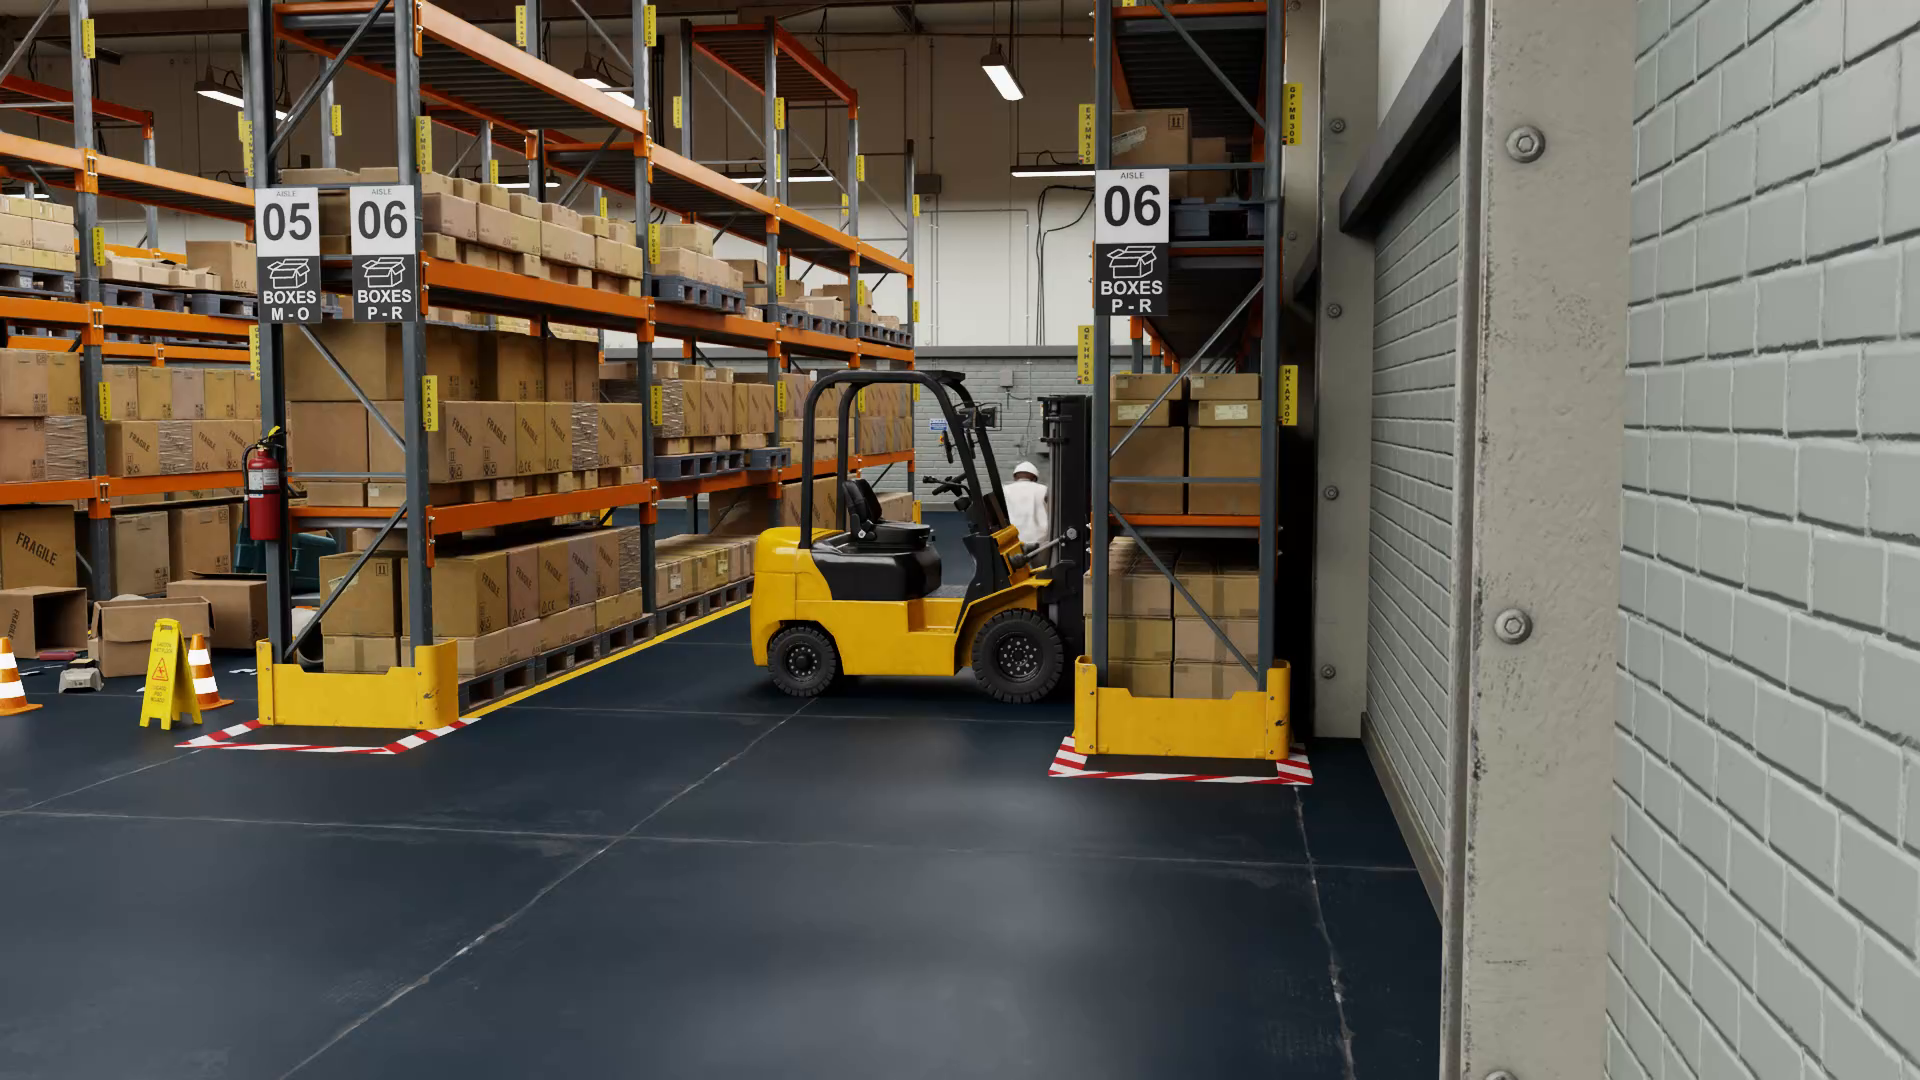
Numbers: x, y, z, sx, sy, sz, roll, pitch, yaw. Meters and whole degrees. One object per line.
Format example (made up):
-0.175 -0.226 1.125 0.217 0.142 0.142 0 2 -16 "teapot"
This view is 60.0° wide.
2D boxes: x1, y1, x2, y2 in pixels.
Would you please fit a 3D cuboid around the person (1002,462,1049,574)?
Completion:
0.543 0.058 14.344 0.592 1.450 0.752 1 4 9 "person"
